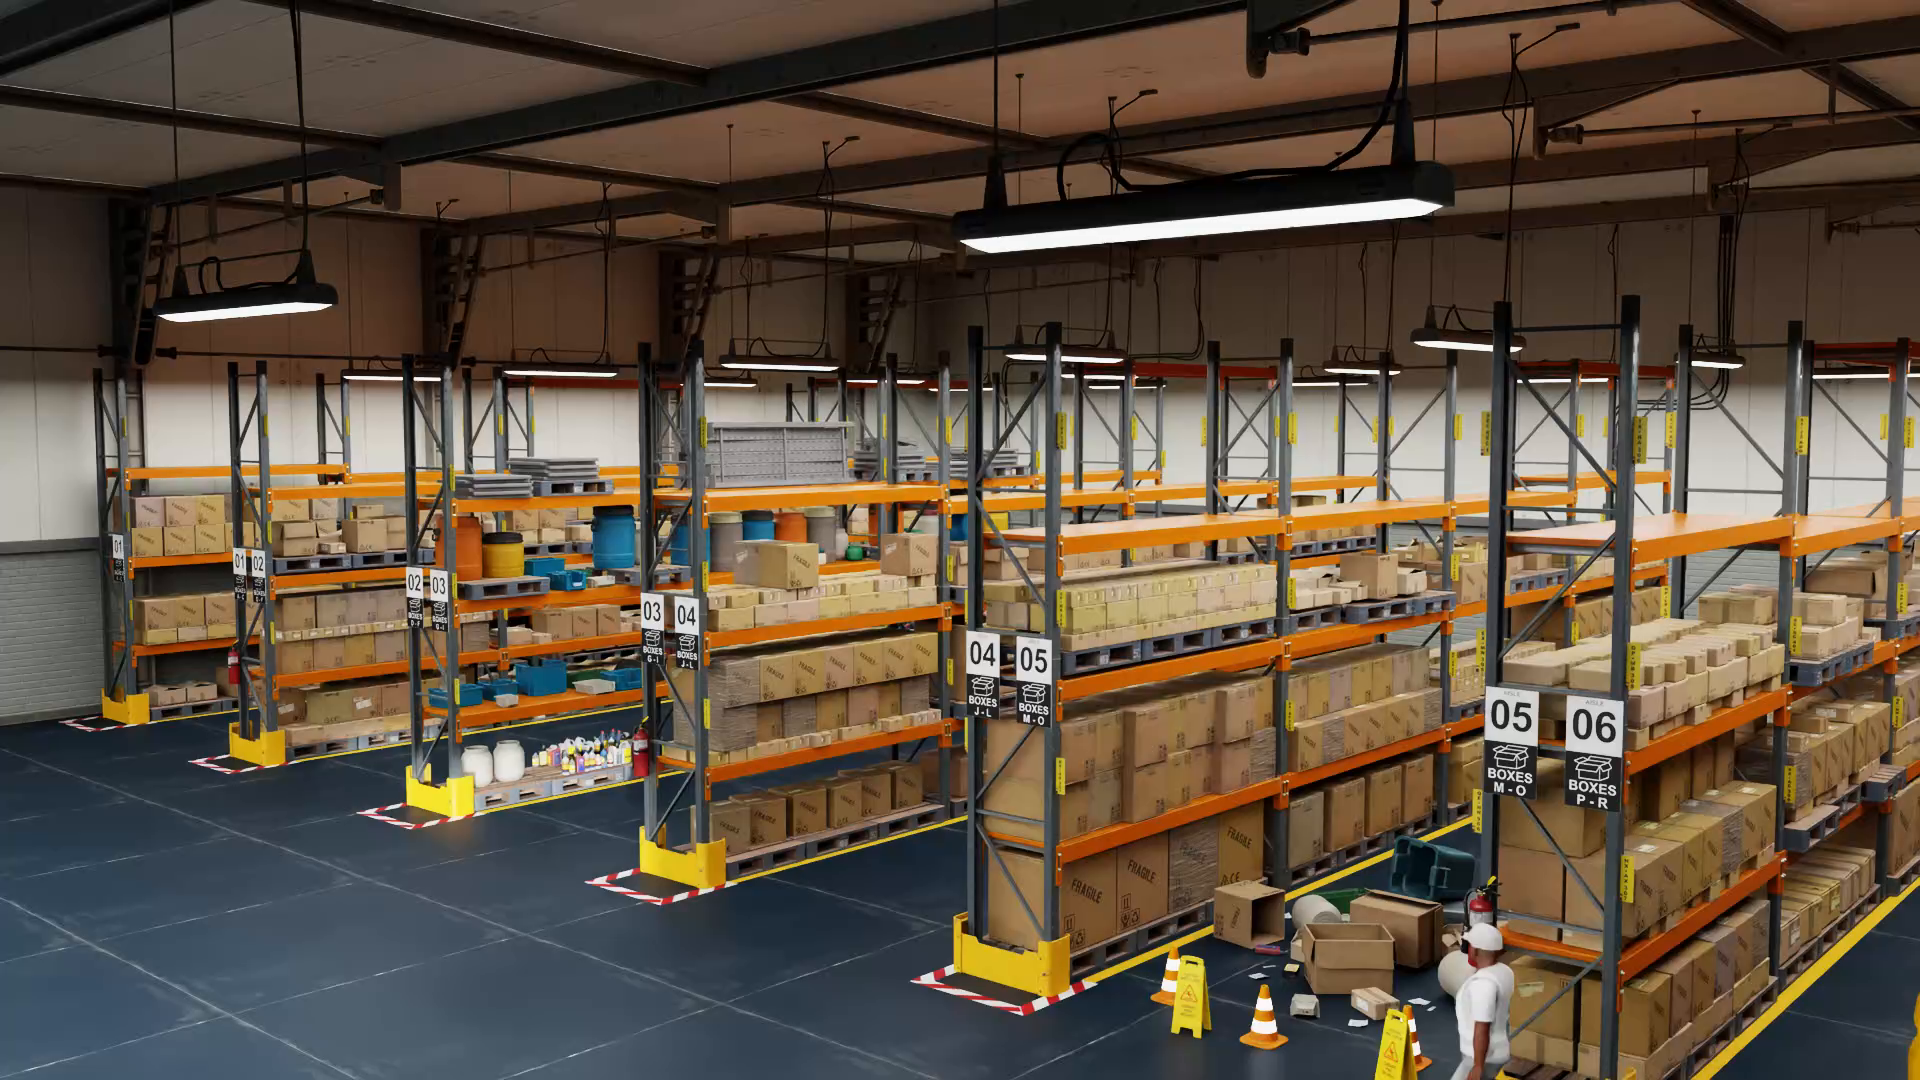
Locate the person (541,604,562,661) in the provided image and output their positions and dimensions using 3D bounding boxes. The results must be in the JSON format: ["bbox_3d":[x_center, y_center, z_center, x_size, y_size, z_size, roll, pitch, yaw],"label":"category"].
[{"bbox_3d":[-8.124,1.913,33.018,0.516,1.659,0.595,-2,5,-22],"label":"person"}]

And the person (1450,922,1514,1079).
[{"bbox_3d":[3.470,3.440,11.125,0.462,1.764,0.598,1,4,11],"label":"person"}]
